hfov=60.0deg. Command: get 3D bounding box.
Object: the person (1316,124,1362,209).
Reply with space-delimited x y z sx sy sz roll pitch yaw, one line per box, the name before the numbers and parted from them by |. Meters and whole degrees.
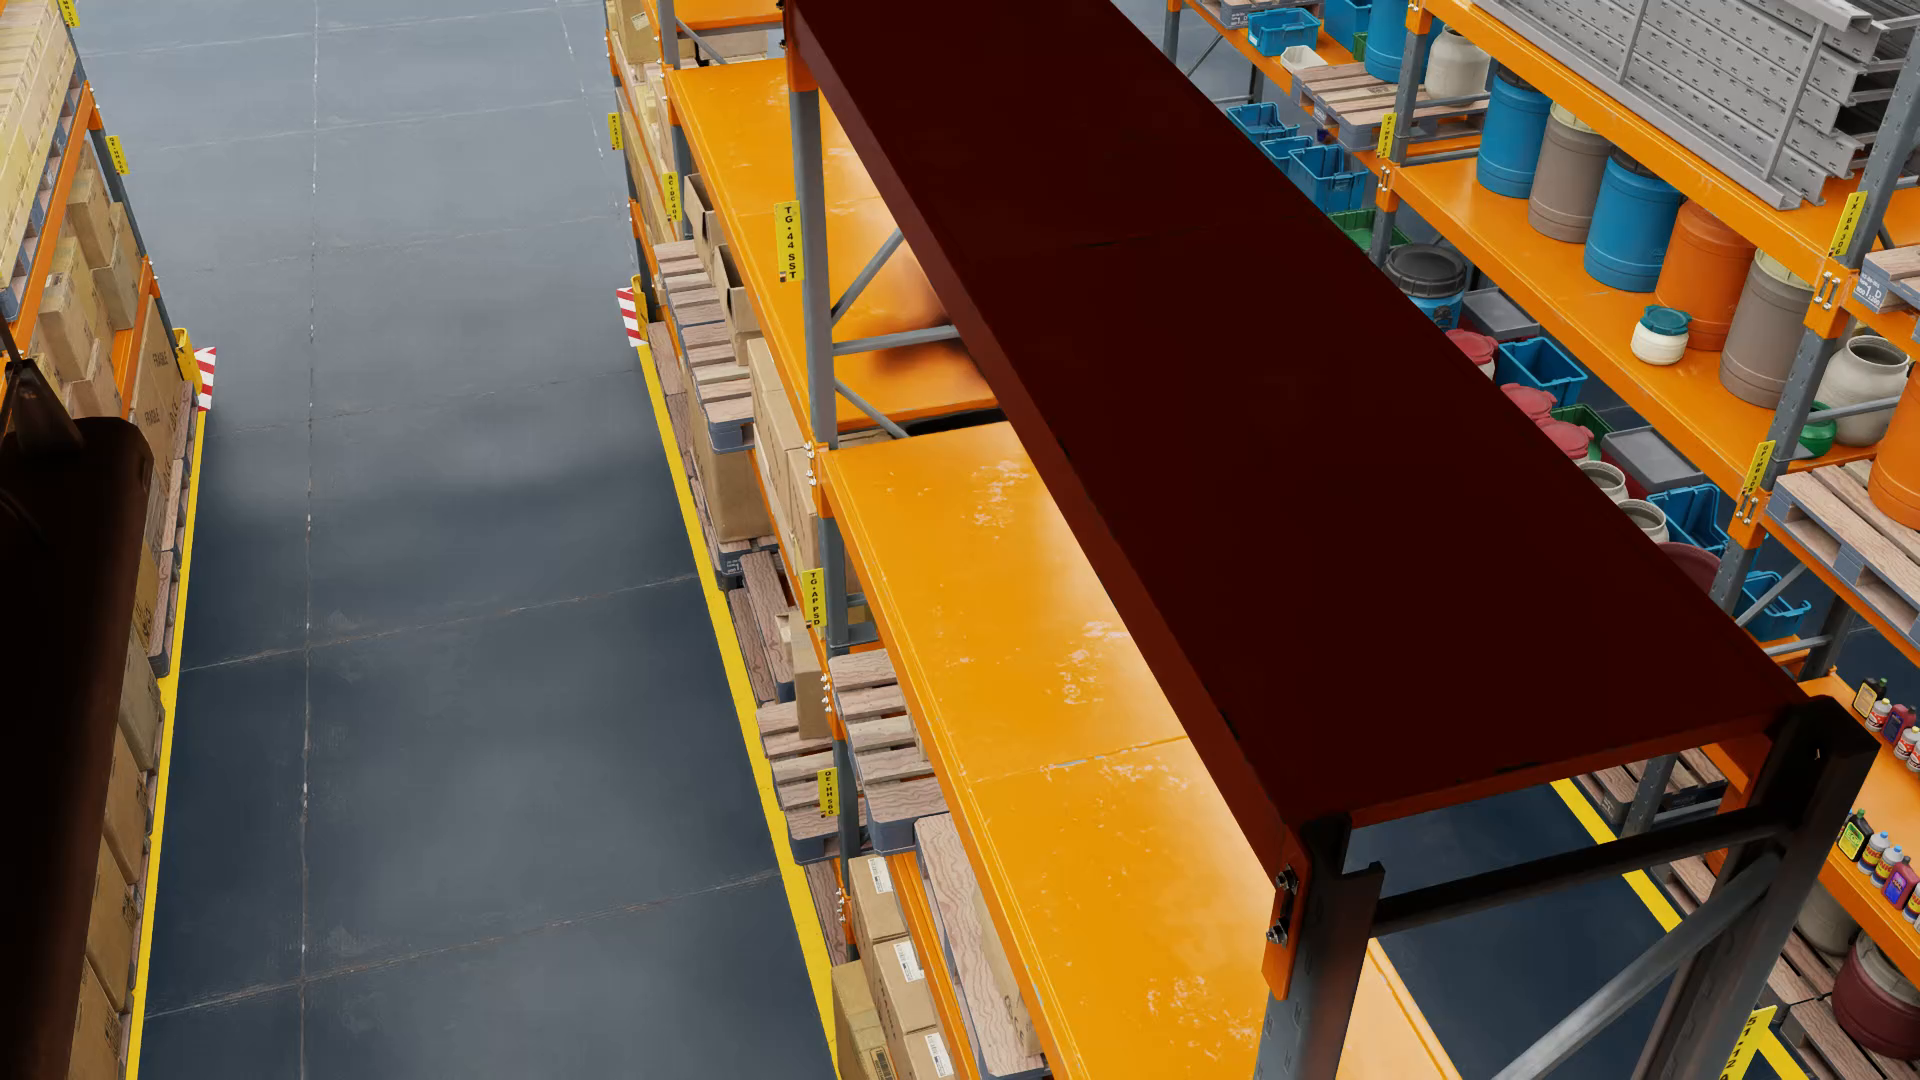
person | 3.649 -3.758 16.296 0.660 1.654 0.686 -25 45 -28
